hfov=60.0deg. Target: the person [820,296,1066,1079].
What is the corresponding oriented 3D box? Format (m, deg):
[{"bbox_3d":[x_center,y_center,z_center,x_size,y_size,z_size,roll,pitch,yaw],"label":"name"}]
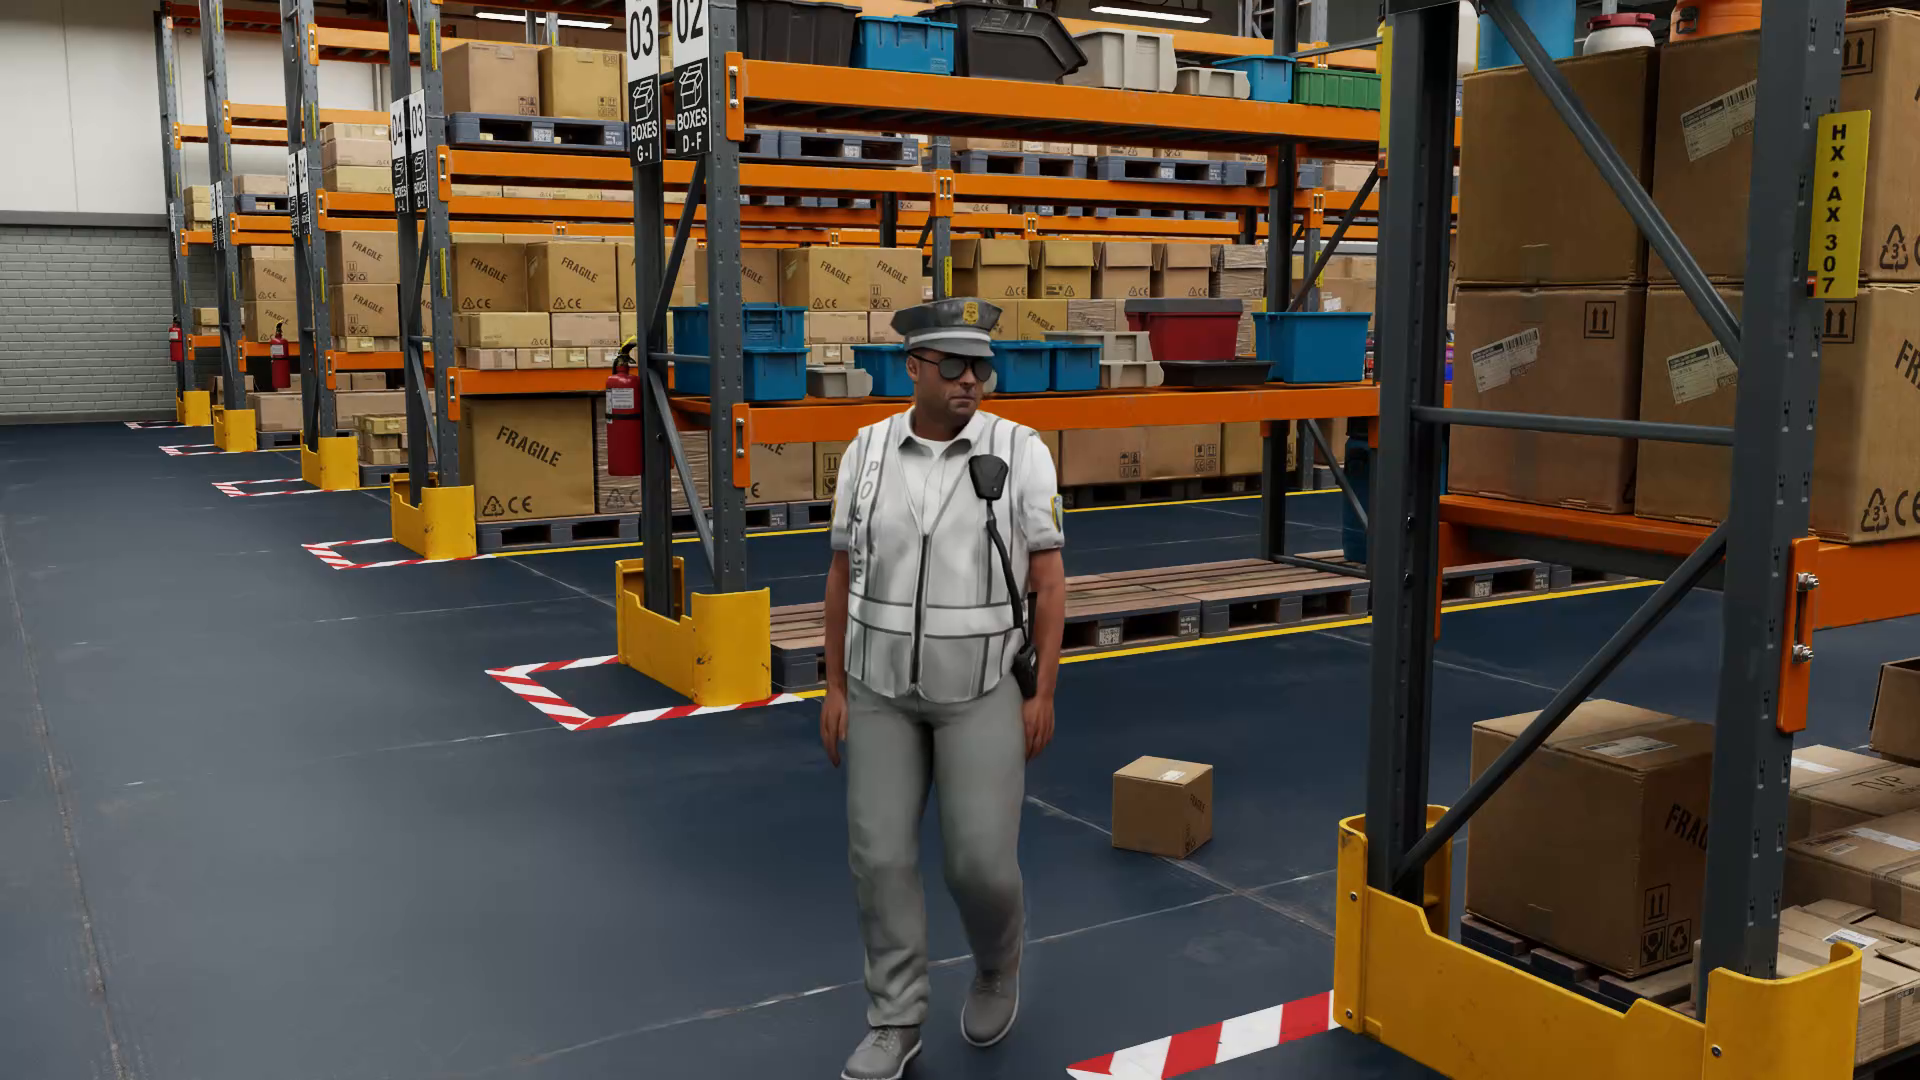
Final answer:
[{"bbox_3d":[-0.049,0.340,3.762,0.552,1.758,0.606,2,8,14],"label":"person"}]
